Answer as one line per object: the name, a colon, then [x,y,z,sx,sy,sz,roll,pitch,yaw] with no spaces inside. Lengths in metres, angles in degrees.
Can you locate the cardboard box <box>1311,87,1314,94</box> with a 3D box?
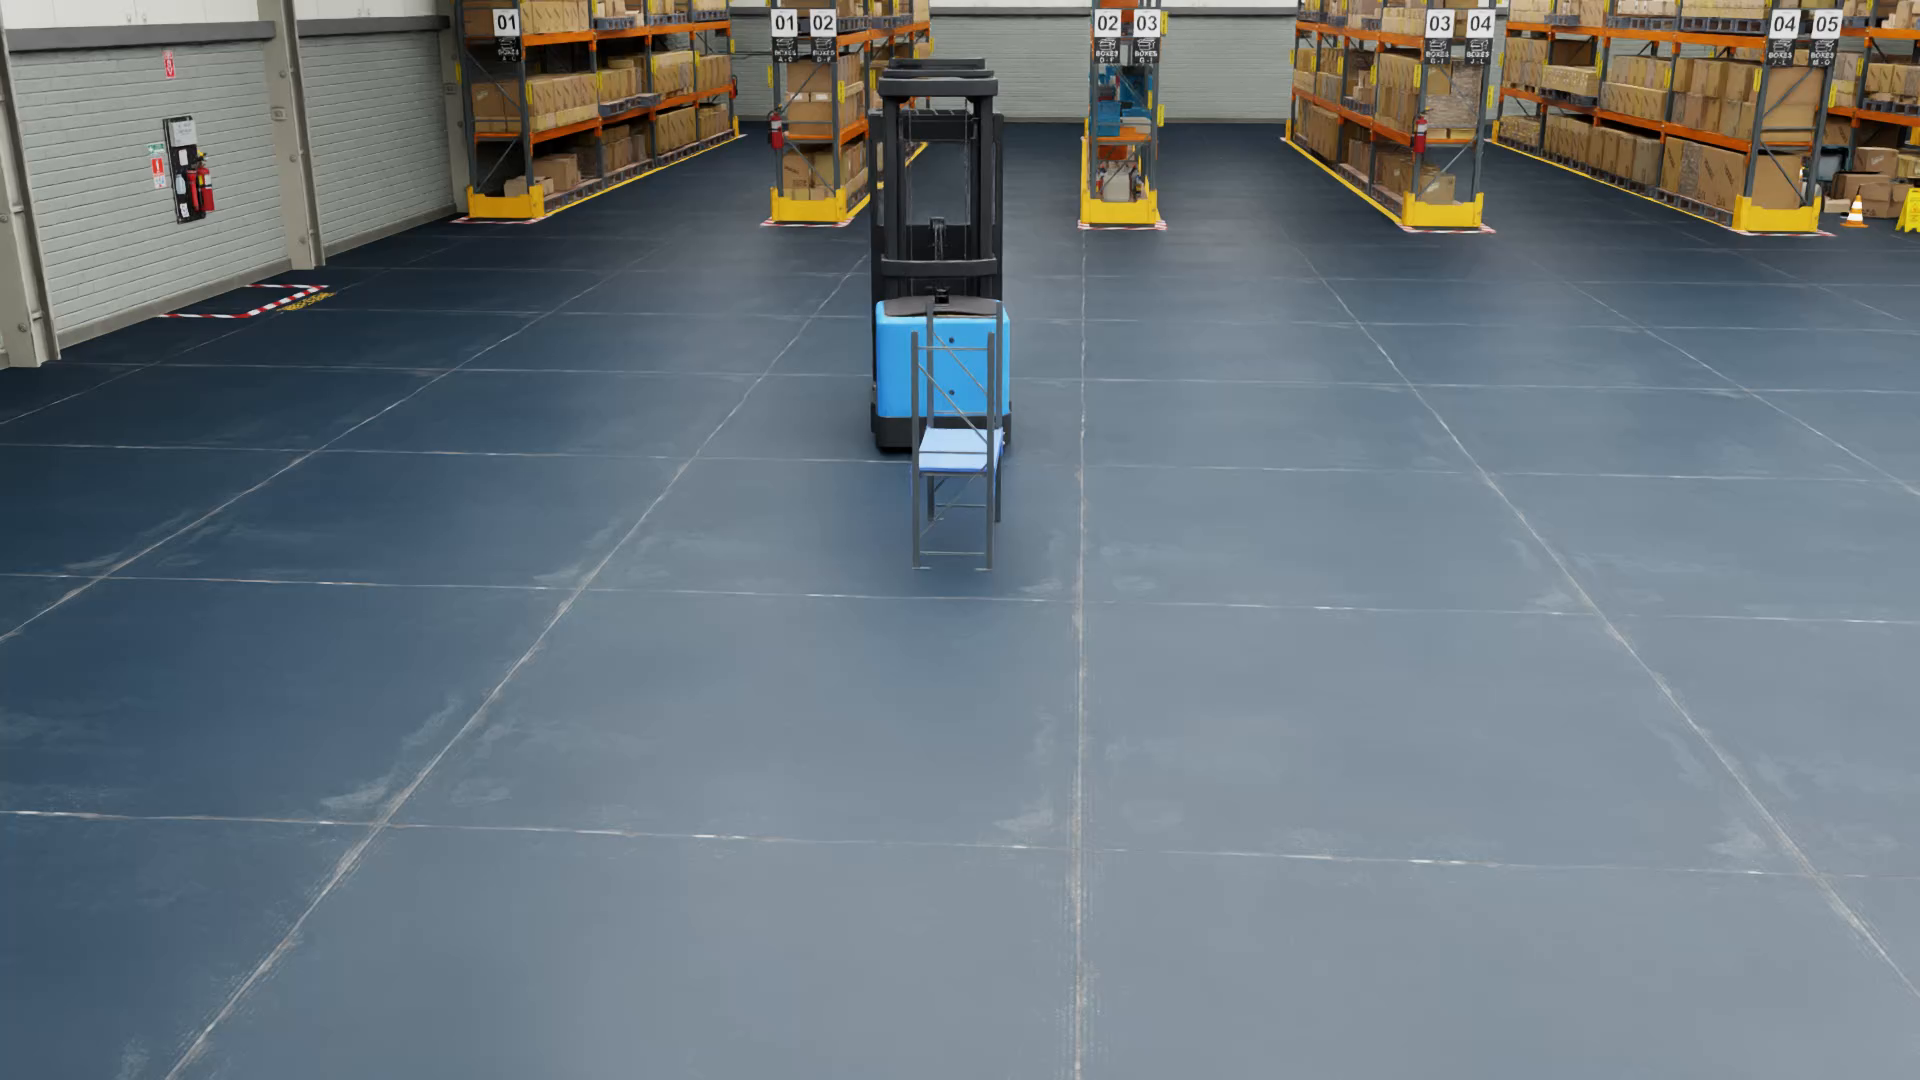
cardboard box: [8.037,-10.021,37.092,0.380,0.149,0.250,1,18,4]

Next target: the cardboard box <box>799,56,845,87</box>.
cardboard box: [-2.282,-7.679,27.297,0.700,0.500,0.500,1,18,4]

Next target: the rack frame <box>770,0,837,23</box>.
rack frame: [-2.399,-9.385,25.112,1.000,3.000,0.127,1,18,4]

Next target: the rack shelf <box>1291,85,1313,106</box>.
rack shelf: [8.485,-10.318,38.749,1.077,0.370,4.000,1,18,4]

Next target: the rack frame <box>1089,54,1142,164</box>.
rack frame: [3.115,-8.907,33.287,1.000,3.000,0.127,1,18,4]

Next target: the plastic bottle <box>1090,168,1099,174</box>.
plastic bottle: [2.356,-6.373,29.103,0.144,0.351,0.185,2,18,5]

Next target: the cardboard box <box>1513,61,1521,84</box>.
cardboard box: [13.200,-10.876,38.658,0.500,0.500,0.500,2,18,5]

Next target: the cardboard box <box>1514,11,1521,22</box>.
cardboard box: [13.239,-12.196,38.748,0.500,0.250,0.500,2,18,6]

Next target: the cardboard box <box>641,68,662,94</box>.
cardboard box: [-6.477,-9.471,34.340,0.500,0.500,0.500,2,18,6]

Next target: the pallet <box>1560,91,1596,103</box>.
pallet: [13.096,-9.179,34.425,1.003,0.211,1.213,1,18,4]

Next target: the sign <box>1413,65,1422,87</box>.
sign: [6.929,-7.030,25.195,0.100,0.325,0.005,1,18,4]

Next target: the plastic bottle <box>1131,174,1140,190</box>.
plastic bottle: [3.017,-6.162,28.580,0.152,0.276,0.135,2,18,5]

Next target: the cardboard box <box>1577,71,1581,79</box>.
cardboard box: [12.612,-9.339,33.379,0.380,0.149,0.250,2,18,6]

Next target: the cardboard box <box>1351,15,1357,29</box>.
cardboard box: [7.730,-9.851,31.592,0.500,0.250,0.500,2,18,5]

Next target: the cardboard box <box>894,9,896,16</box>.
cardboard box: [-1.792,-10.786,34.045,0.910,0.500,0.500,1,18,4]

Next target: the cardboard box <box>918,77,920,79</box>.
cardboard box: [-1.197,-10.620,38.354,0.500,0.500,0.500,2,18,5]

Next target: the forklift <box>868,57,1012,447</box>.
forklift: [-0.208,-2.521,13.911,1.130,2.935,3.031,-1,18,-3]

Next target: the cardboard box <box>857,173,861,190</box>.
cardboard box: [-1.995,-6.209,28.797,0.500,0.250,0.500,1,18,4]

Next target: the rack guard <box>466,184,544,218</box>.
rack guard: [-7.335,-5.479,26.841,1.175,0.500,0.348,1,18,4]

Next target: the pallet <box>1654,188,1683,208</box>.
pallet: [12.575,-5.852,28.444,1.003,0.211,1.213,1,18,4]

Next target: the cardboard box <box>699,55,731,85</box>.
cardboard box: [-6.220,-11.596,41.014,0.980,0.700,0.700,2,18,6]

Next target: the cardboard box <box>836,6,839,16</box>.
cardboard box: [-2.139,-8.467,26.634,0.380,0.149,0.250,1,18,4]

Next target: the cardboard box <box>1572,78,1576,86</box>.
cardboard box: [12.628,-9.282,33.683,0.380,0.149,0.250,1,18,4]

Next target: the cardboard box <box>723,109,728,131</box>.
cardboard box: [-6.144,-10.404,41.199,0.700,0.500,0.500,1,18,4]

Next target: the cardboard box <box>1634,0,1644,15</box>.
cardboard box: [12.651,-9.749,30.350,0.500,0.311,0.500,1,18,3]

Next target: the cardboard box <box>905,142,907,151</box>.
cardboard box: [-1.403,-8.655,35.828,0.500,0.500,0.500,1,18,2]

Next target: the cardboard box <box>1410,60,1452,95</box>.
cardboard box: [7.274,-7.152,25.688,0.500,0.500,0.500,1,18,4]

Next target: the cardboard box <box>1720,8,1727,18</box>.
cardboard box: [12.217,-8.307,26.209,0.380,0.149,0.250,2,18,5]

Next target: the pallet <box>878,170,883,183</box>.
pallet: [-2.014,-7.061,32.132,1.003,0.211,1.213,1,18,4]

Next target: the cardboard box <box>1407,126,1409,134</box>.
cardboard box: [7.314,-6.519,26.404,0.380,0.149,0.250,1,18,4]

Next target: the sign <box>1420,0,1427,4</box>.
sign: [6.929,-8.176,24.819,0.100,0.325,0.005,1,18,4]

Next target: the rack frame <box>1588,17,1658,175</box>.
rack frame: [12.995,-8.654,32.516,1.000,3.000,0.127,1,18,4]

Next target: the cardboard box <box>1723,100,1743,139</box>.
cardboard box: [12.420,-6.528,25.788,0.875,0.550,0.550,1,18,4]

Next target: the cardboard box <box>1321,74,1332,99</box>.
cardboard box: [7.988,-9.637,35.356,0.500,0.500,0.500,1,18,3]

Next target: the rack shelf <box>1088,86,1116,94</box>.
rack shelf: [3.545,-10.428,39.087,1.077,0.370,4.000,1,18,4]

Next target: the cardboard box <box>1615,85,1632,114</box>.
cardboard box: [12.623,-8.253,31.134,0.500,0.500,0.500,1,18,4]

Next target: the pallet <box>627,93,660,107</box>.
pallet: [-6.712,-8.813,33.310,1.213,0.211,1.003,1,18,4]

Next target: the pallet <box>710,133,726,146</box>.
pallet: [-6.263,-9.659,40.063,1.003,0.211,1.213,1,18,4]

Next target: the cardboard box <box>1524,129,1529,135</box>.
cardboard box: [13.110,-9.311,37.947,0.380,0.149,0.250,2,18,5]

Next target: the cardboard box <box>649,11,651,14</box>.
cardboard box: [-6.804,-11.127,34.381,0.700,0.500,0.500,0,18,1]

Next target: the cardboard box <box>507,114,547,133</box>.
cardboard box: [-6.989,-6.726,26.841,0.500,0.250,0.500,1,18,2]

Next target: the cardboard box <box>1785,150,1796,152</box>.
cardboard box: [18.261,-8.813,35.739,0.875,0.875,0.875,2,18,6]

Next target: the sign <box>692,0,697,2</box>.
sign: [-5.938,-12.182,37.129,0.100,0.325,0.005,1,18,4]

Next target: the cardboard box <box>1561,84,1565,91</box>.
cardboard box: [12.685,-9.381,34.463,0.380,0.149,0.250,0,18,1]

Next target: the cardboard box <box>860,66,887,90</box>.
cardboard box: [-1.893,-9.464,34.152,0.700,0.500,0.500,-5,19,-15]

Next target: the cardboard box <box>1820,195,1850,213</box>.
cardboard box: [14.422,-5.537,27.396,0.396,0.266,0.258,4,19,13]

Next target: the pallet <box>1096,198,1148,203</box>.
pallet: [2.563,-5.374,26.984,1.003,0.211,1.213,1,18,4]

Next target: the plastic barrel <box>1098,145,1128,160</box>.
plastic barrel: [3.133,-8.227,34.025,0.600,0.830,0.708,1,18,4]

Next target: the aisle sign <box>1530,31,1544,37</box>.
aisle sign: [13.873,-12.390,39.743,0.394,0.787,0.004,1,18,4]

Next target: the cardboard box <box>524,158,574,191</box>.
cardboard box: [-7.058,-6.281,28.582,0.700,0.500,0.500,0,18,0]

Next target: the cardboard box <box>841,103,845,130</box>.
cardboard box: [-2.279,-7.043,27.440,0.700,0.500,0.500,1,18,4]

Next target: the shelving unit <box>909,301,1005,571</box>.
shelving unit: [-0.006,-0.686,10.609,0.538,1.500,1.048,1,18,4]

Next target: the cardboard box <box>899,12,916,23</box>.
cardboard box: [-1.257,-11.760,37.420,0.500,0.250,0.500,1,18,4]
